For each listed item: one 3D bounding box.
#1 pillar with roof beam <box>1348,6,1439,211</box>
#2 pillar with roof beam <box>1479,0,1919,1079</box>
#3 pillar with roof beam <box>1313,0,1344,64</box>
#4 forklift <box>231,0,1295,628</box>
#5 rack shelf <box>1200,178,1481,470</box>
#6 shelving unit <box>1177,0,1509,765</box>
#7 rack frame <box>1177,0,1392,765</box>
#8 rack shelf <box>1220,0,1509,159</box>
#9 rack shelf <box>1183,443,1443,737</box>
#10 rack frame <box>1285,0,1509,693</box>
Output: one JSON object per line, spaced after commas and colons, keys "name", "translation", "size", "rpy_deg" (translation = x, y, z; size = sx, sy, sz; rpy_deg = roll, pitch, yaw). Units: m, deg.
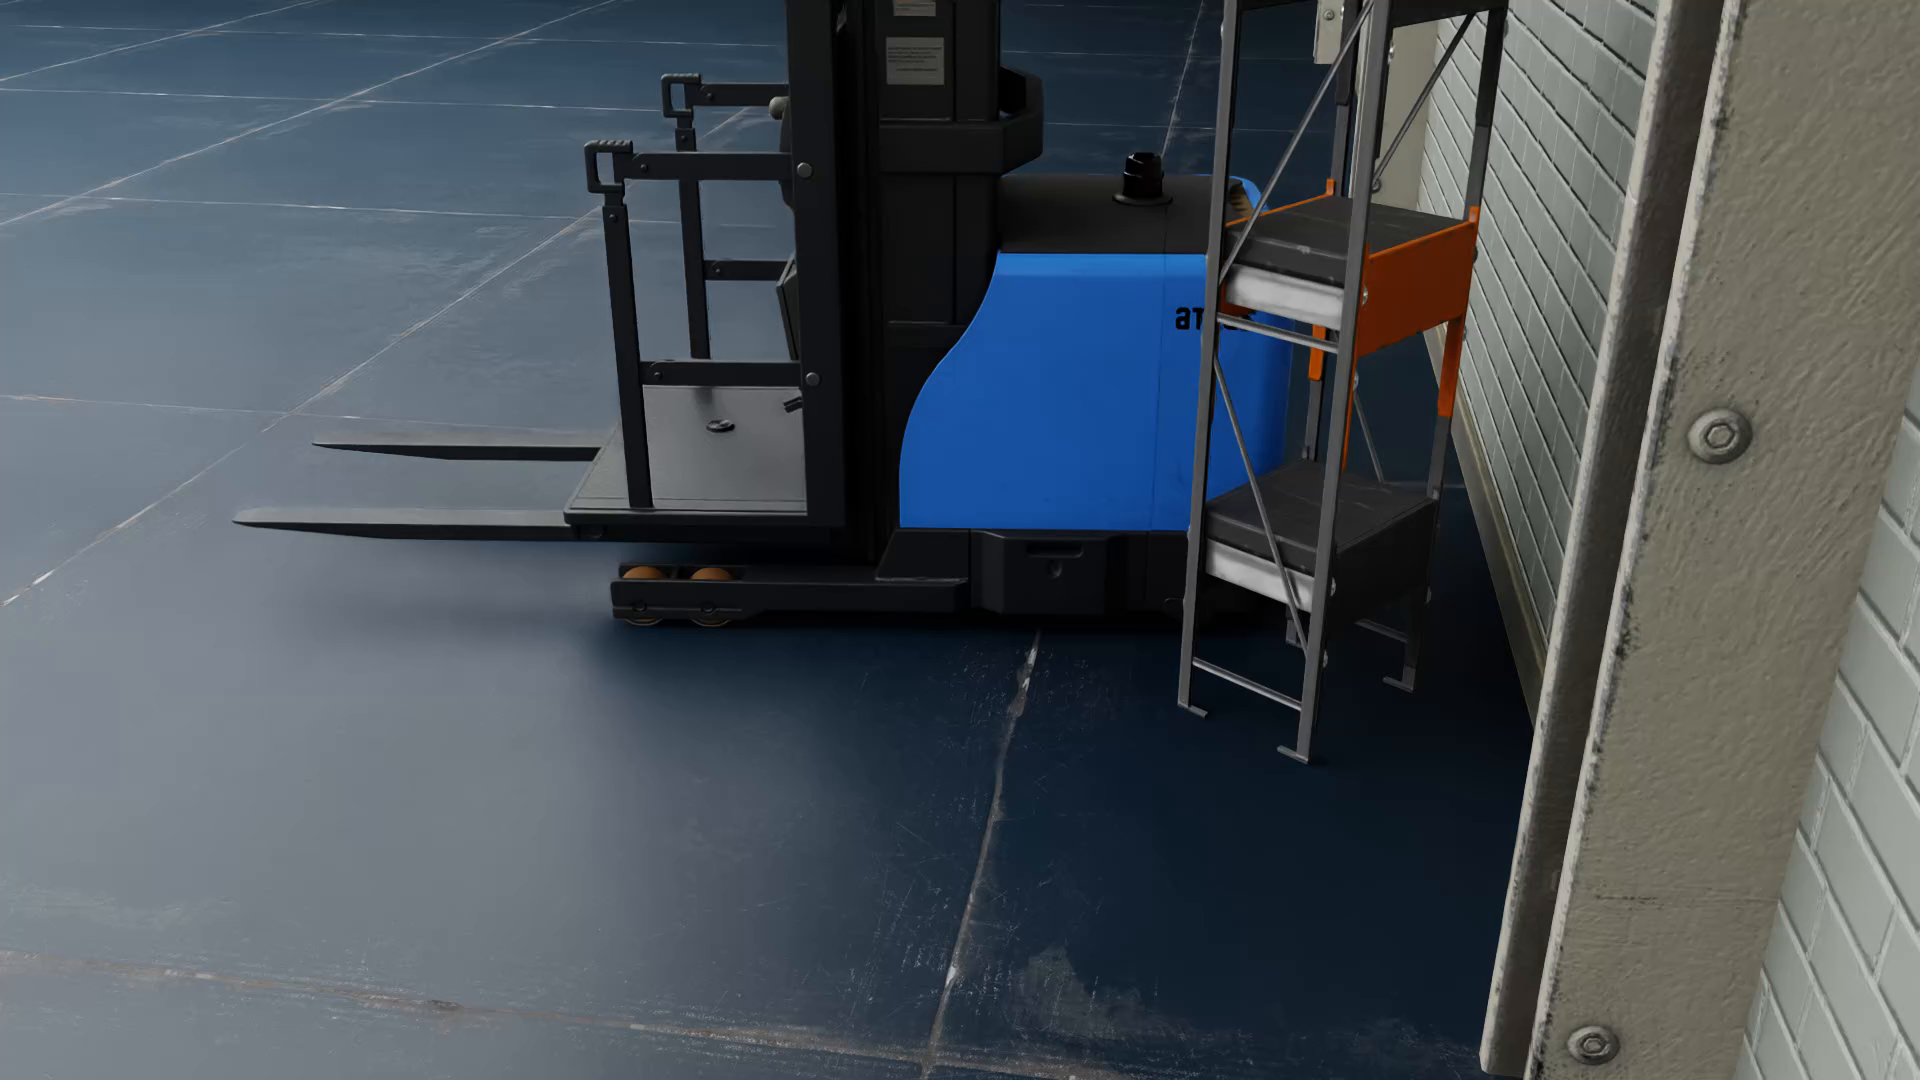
{"name": "pillar with roof beam", "translation": [-2.157, -5.815, 7.059], "size": [9.100, 9.000, 0.400], "rpy_deg": [4, 25, 9]}
{"name": "pillar with roof beam", "translation": [-3.138, -3.306, 1.698], "size": [9.100, 9.000, 0.400], "rpy_deg": [4, 25, 9]}
{"name": "pillar with roof beam", "translation": [-1.177, -8.325, 12.420], "size": [9.100, 9.000, 0.400], "rpy_deg": [4, 25, 9]}
{"name": "forklift", "translation": [-0.602, -1.302, 4.575], "size": [3.031, 2.935, 1.130], "rpy_deg": [1, 25, 2]}
{"name": "rack shelf", "translation": [0.887, -0.524, 3.922], "size": [0.431, 0.518, 0.480], "rpy_deg": [23, 33, 39]}
{"name": "shelving unit", "translation": [0.887, -0.536, 3.916], "size": [0.431, 2.100, 0.503], "rpy_deg": [23, 33, 39]}
{"name": "rack frame", "translation": [0.716, -0.463, 3.759], "size": [0.400, 2.100, 0.015], "rpy_deg": [23, 33, 39]}
{"name": "rack shelf", "translation": [0.889, -1.159, 3.627], "size": [0.431, 0.518, 0.480], "rpy_deg": [23, 33, 39]}
{"name": "rack shelf", "translation": [0.885, 0.111, 4.217], "size": [0.431, 0.518, 0.480], "rpy_deg": [23, 33, 39]}
{"name": "rack frame", "translation": [1.058, -0.609, 4.074], "size": [0.400, 2.100, 0.015], "rpy_deg": [23, 33, 39]}
